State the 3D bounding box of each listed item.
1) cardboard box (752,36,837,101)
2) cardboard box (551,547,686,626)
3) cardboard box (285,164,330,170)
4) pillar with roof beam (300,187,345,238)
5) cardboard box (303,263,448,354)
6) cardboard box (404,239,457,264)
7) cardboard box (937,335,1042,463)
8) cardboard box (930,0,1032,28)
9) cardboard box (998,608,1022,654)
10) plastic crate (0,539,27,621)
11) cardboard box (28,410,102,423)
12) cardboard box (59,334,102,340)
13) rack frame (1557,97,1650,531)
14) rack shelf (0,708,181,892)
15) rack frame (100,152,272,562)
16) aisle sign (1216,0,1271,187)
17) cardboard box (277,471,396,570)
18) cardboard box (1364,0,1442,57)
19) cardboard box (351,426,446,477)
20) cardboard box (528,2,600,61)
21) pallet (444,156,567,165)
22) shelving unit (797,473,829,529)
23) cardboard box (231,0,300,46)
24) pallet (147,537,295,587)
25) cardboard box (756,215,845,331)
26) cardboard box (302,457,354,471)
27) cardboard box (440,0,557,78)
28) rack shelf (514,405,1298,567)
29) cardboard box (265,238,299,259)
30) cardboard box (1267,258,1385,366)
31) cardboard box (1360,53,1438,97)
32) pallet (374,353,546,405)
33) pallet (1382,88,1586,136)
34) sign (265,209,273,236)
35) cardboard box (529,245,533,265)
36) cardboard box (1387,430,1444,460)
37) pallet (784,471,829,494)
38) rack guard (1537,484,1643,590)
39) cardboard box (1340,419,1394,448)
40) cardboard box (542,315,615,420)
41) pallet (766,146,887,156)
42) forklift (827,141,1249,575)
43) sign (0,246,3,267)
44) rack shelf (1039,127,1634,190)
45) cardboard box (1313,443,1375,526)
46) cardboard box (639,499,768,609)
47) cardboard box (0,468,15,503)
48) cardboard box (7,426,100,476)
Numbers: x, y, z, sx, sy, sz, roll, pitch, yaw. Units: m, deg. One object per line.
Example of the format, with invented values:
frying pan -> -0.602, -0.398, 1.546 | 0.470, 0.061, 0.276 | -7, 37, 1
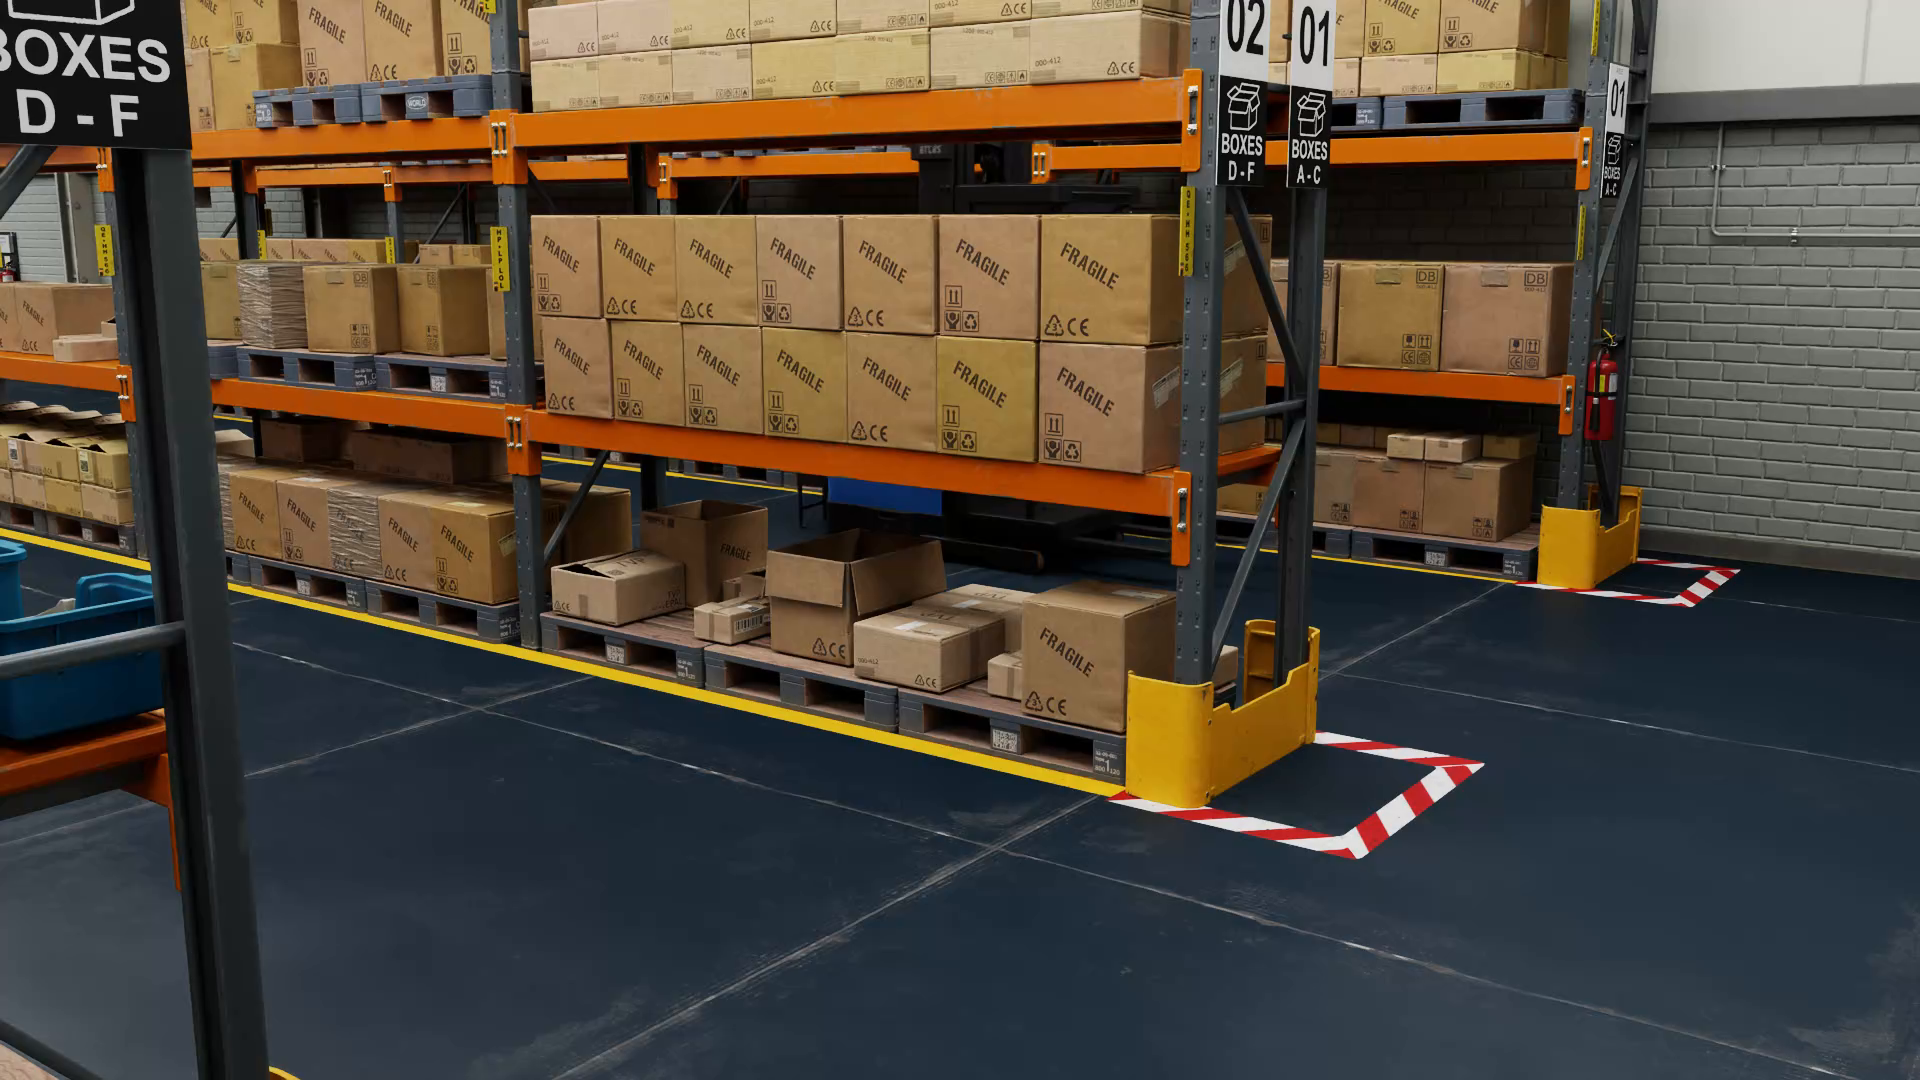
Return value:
cardboard box -> -0.580, -2.096, 7.462 | 0.500, 0.250, 0.500 | 8, 13, 36
cardboard box -> -1.823, 0.226, 8.883 | 0.500, 0.311, 0.500 | 8, 13, 36
cardboard box -> -6.975, -4.282, 18.053 | 0.500, 0.500, 0.500 | 7, 13, 33
pillar with roof beam -> -10.248, -5.406, 16.281 | 0.400, 9.000, 9.100 | 8, 13, 36
cardboard box -> -3.494, -1.402, 10.013 | 0.500, 0.500, 0.700 | 4, 12, 21
cardboard box -> -5.808, -3.005, 18.035 | 0.500, 0.500, 0.500 | 8, 13, 34
cardboard box -> 0.248, -0.624, 7.094 | 0.500, 0.500, 0.500 | 8, 14, 36
cardboard box -> 0.222, -2.228, 6.829 | 0.500, 0.250, 0.500 | 8, 13, 36
cardboard box -> 0.517, 0.465, 7.810 | 0.500, 0.250, 0.500 | 8, 13, 36
plastic crate -> -2.279, 0.150, 3.639 | 0.300, 0.233, 0.416 | 8, 13, 36
cardboard box -> -7.162, -0.873, 13.304 | 0.500, 0.311, 0.500 | 8, 13, 35
cardboard box -> -6.319, -1.419, 12.129 | 0.250, 0.149, 0.380 | 9, 14, 40
rack frame -> 4.120, -1.267, 10.682 | 0.127, 3.000, 1.000 | 8, 13, 36
rack shelf -> -3.356, 0.378, 4.073 | 4.000, 0.370, 1.077 | 8, 13, 36
rack frame -> -5.258, -1.408, 11.409 | 0.127, 3.000, 1.000 | 8, 13, 36
aisle sign -> 1.064, -1.730, 6.231 | 0.004, 0.787, 0.394 | 8, 13, 36
cardboard box -> -3.809, -0.128, 10.219 | 0.500, 0.500, 0.500 | 7, 13, 34
cardboard box -> 2.971, -3.388, 10.799 | 0.500, 0.500, 0.500 | 8, 14, 37
cardboard box -> -3.490, -0.575, 10.555 | 0.500, 0.250, 0.500 | 8, 13, 34
cardboard box -> -1.789, -2.510, 8.287 | 0.500, 0.250, 0.500 | 8, 13, 36
pallet -> -4.280, -3.795, 16.345 | 1.003, 0.211, 1.213 | 8, 13, 36
shelving unit -> -0.915, -1.136, 12.350 | 0.503, 2.100, 0.431 | 4, 12, 25
cardboard box -> -4.087, -3.256, 10.168 | 0.500, 0.500, 0.500 | 8, 13, 36
pallet -> -4.678, 0.051, 11.210 | 1.213, 0.211, 1.003 | 8, 13, 36
cardboard box -> -0.573, -1.228, 7.585 | 0.500, 0.500, 0.500 | 8, 14, 37
cardboard box -> -3.948, -0.269, 10.946 | 0.500, 0.500, 0.500 | 7, 13, 34
cardboard box -> -2.396, -2.803, 9.091 | 0.600, 0.600, 0.600 | 6, 13, 30
rack shelf -> -0.421, -0.380, 7.990 | 4.000, 0.370, 1.077 | 8, 13, 36
cardboard box -> -7.764, -3.154, 18.806 | 0.500, 0.500, 0.500 | 7, 13, 34
cardboard box -> 2.501, -1.637, 11.806 | 0.700, 0.700, 0.980 | 7, 13, 33
cardboard box -> 2.952, -3.021, 10.879 | 0.500, 0.250, 0.500 | 7, 13, 33
pallet -> -2.613, -0.970, 9.653 | 1.213, 0.211, 1.003 | 8, 13, 36
pallet -> 3.516, -2.778, 10.828 | 1.213, 0.211, 1.003 | 8, 13, 36
sign -> -8.432, -3.872, 20.268 | 0.005, 0.325, 0.100 | 8, 13, 36
cardboard box -> -4.167, -2.686, 16.593 | 0.500, 0.500, 0.700 | 10, 15, 43
cardboard box -> 3.078, -0.643, 11.224 | 0.250, 0.149, 0.380 | 8, 14, 37
pallet -> -0.758, -0.560, 14.369 | 1.213, 0.211, 1.003 | 8, 13, 36
rack guard -> 4.139, -0.037, 10.905 | 0.348, 0.500, 1.175 | 8, 13, 36
cardboard box -> 2.900, -0.758, 11.818 | 0.250, 0.149, 0.380 | 8, 14, 36
cardboard box -> -1.784, -0.908, 8.563 | 0.500, 0.500, 0.500 | 8, 14, 37
pallet -> -0.875, -3.357, 14.084 | 1.213, 0.211, 1.003 | 9, 14, 38
forklift -> 0.537, -1.326, 11.169 | 3.031, 2.935, 1.130 | 8, 13, 35
sign -> -8.168, -2.471, 14.066 | 0.005, 0.325, 0.100 | 8, 13, 36
rack shelf -> 2.508, -2.611, 11.628 | 4.000, 0.370, 1.077 | 8, 13, 36
cardboard box -> 2.687, -0.422, 11.790 | 0.500, 0.500, 0.700 | 7, 13, 34
cardboard box -> -1.406, 0.074, 9.173 | 0.500, 0.500, 0.500 | 8, 13, 36
cardboard box -> -7.063, -0.458, 12.631 | 0.500, 0.250, 0.500 | 8, 14, 37
cardboard box -> -6.653, -0.675, 12.279 | 0.500, 0.311, 0.500 | 8, 13, 35
